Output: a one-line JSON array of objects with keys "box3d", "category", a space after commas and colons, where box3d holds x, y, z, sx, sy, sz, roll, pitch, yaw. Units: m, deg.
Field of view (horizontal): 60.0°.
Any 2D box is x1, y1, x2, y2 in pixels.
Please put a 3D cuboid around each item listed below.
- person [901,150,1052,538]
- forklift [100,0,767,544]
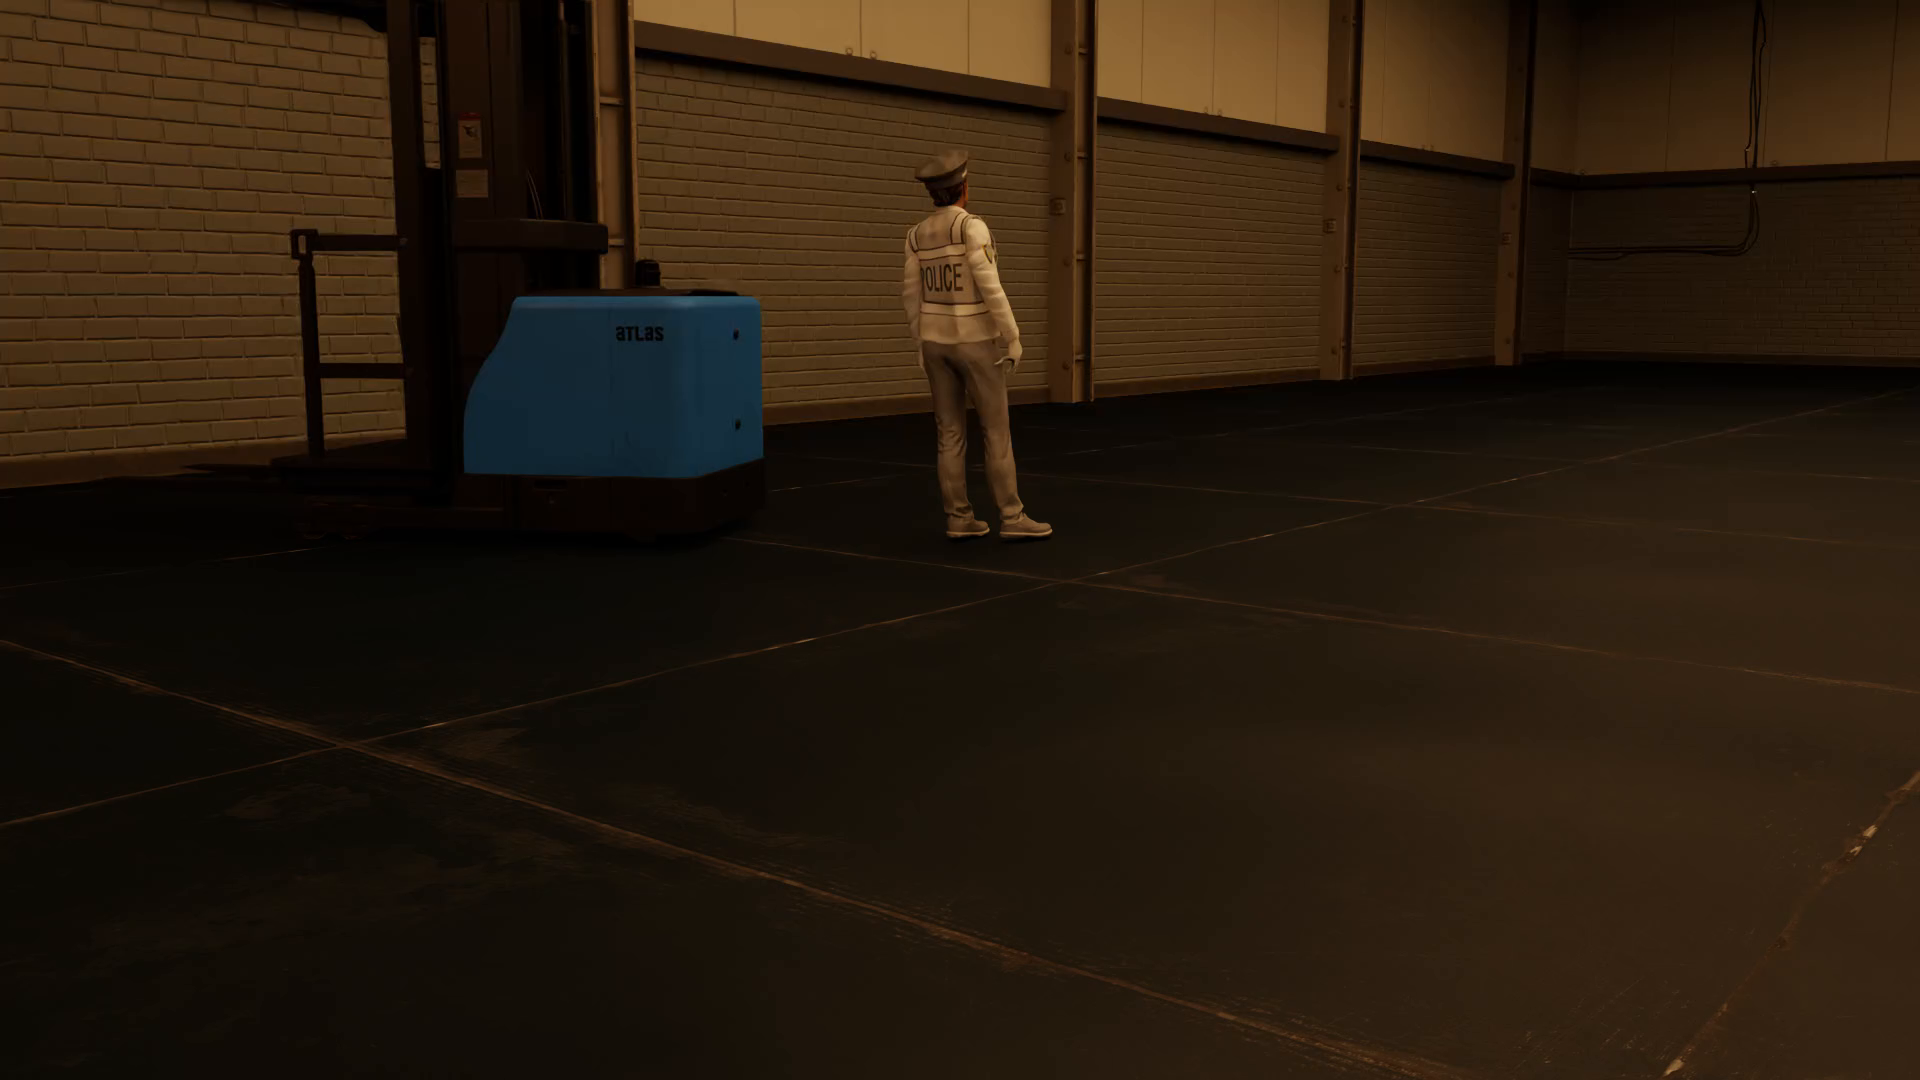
[{"box3d": [0.047, -0.852, 7.329, 0.588, 1.697, 0.534, 7, 11, 38], "category": "person"}, {"box3d": [-2.496, -1.518, 7.652, 3.031, 2.935, 1.130, 2, 9, 12], "category": "forklift"}]
